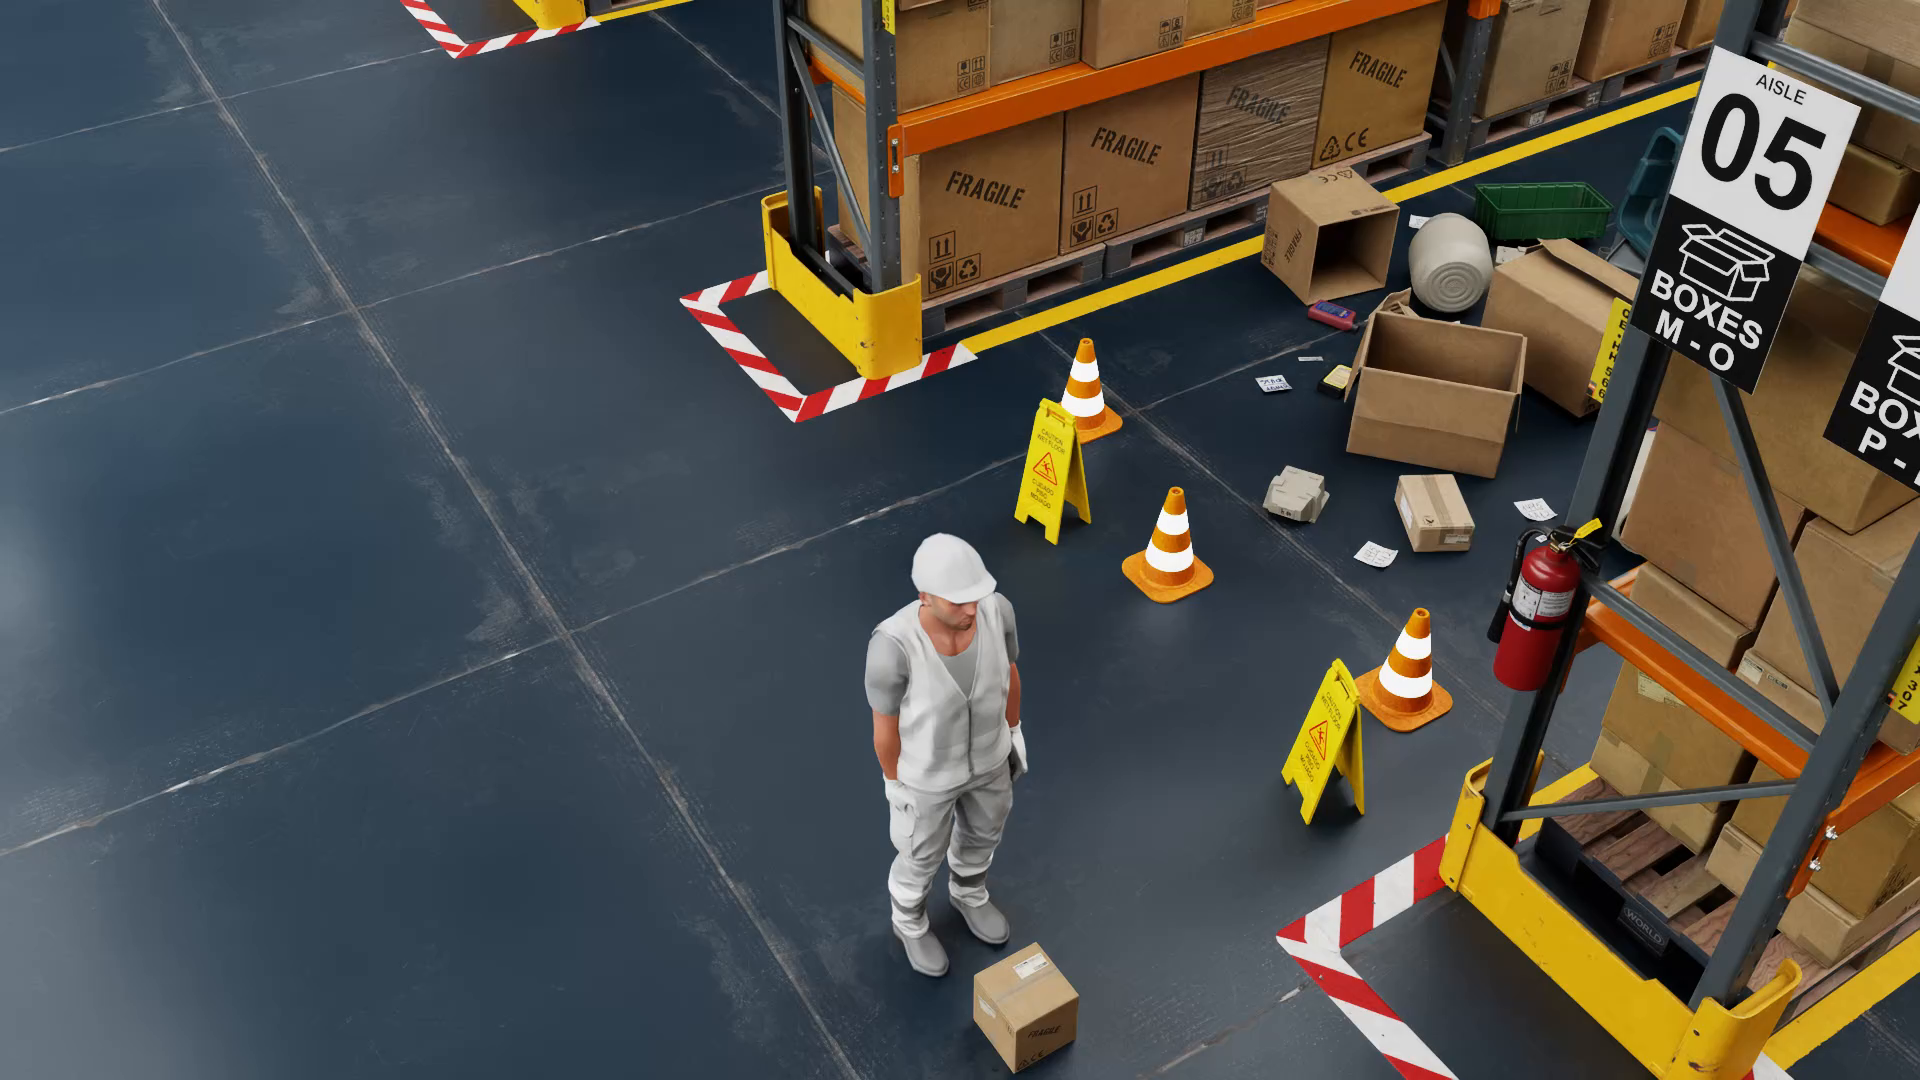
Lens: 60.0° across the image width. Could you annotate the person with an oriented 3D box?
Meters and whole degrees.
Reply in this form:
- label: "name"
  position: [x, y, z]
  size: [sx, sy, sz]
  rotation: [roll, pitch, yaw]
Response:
- label: "person"
  position: [-0.027, 0.696, 5.322]
  size: [0.524, 1.785, 0.342]
  rotation: [-21, 45, -23]
